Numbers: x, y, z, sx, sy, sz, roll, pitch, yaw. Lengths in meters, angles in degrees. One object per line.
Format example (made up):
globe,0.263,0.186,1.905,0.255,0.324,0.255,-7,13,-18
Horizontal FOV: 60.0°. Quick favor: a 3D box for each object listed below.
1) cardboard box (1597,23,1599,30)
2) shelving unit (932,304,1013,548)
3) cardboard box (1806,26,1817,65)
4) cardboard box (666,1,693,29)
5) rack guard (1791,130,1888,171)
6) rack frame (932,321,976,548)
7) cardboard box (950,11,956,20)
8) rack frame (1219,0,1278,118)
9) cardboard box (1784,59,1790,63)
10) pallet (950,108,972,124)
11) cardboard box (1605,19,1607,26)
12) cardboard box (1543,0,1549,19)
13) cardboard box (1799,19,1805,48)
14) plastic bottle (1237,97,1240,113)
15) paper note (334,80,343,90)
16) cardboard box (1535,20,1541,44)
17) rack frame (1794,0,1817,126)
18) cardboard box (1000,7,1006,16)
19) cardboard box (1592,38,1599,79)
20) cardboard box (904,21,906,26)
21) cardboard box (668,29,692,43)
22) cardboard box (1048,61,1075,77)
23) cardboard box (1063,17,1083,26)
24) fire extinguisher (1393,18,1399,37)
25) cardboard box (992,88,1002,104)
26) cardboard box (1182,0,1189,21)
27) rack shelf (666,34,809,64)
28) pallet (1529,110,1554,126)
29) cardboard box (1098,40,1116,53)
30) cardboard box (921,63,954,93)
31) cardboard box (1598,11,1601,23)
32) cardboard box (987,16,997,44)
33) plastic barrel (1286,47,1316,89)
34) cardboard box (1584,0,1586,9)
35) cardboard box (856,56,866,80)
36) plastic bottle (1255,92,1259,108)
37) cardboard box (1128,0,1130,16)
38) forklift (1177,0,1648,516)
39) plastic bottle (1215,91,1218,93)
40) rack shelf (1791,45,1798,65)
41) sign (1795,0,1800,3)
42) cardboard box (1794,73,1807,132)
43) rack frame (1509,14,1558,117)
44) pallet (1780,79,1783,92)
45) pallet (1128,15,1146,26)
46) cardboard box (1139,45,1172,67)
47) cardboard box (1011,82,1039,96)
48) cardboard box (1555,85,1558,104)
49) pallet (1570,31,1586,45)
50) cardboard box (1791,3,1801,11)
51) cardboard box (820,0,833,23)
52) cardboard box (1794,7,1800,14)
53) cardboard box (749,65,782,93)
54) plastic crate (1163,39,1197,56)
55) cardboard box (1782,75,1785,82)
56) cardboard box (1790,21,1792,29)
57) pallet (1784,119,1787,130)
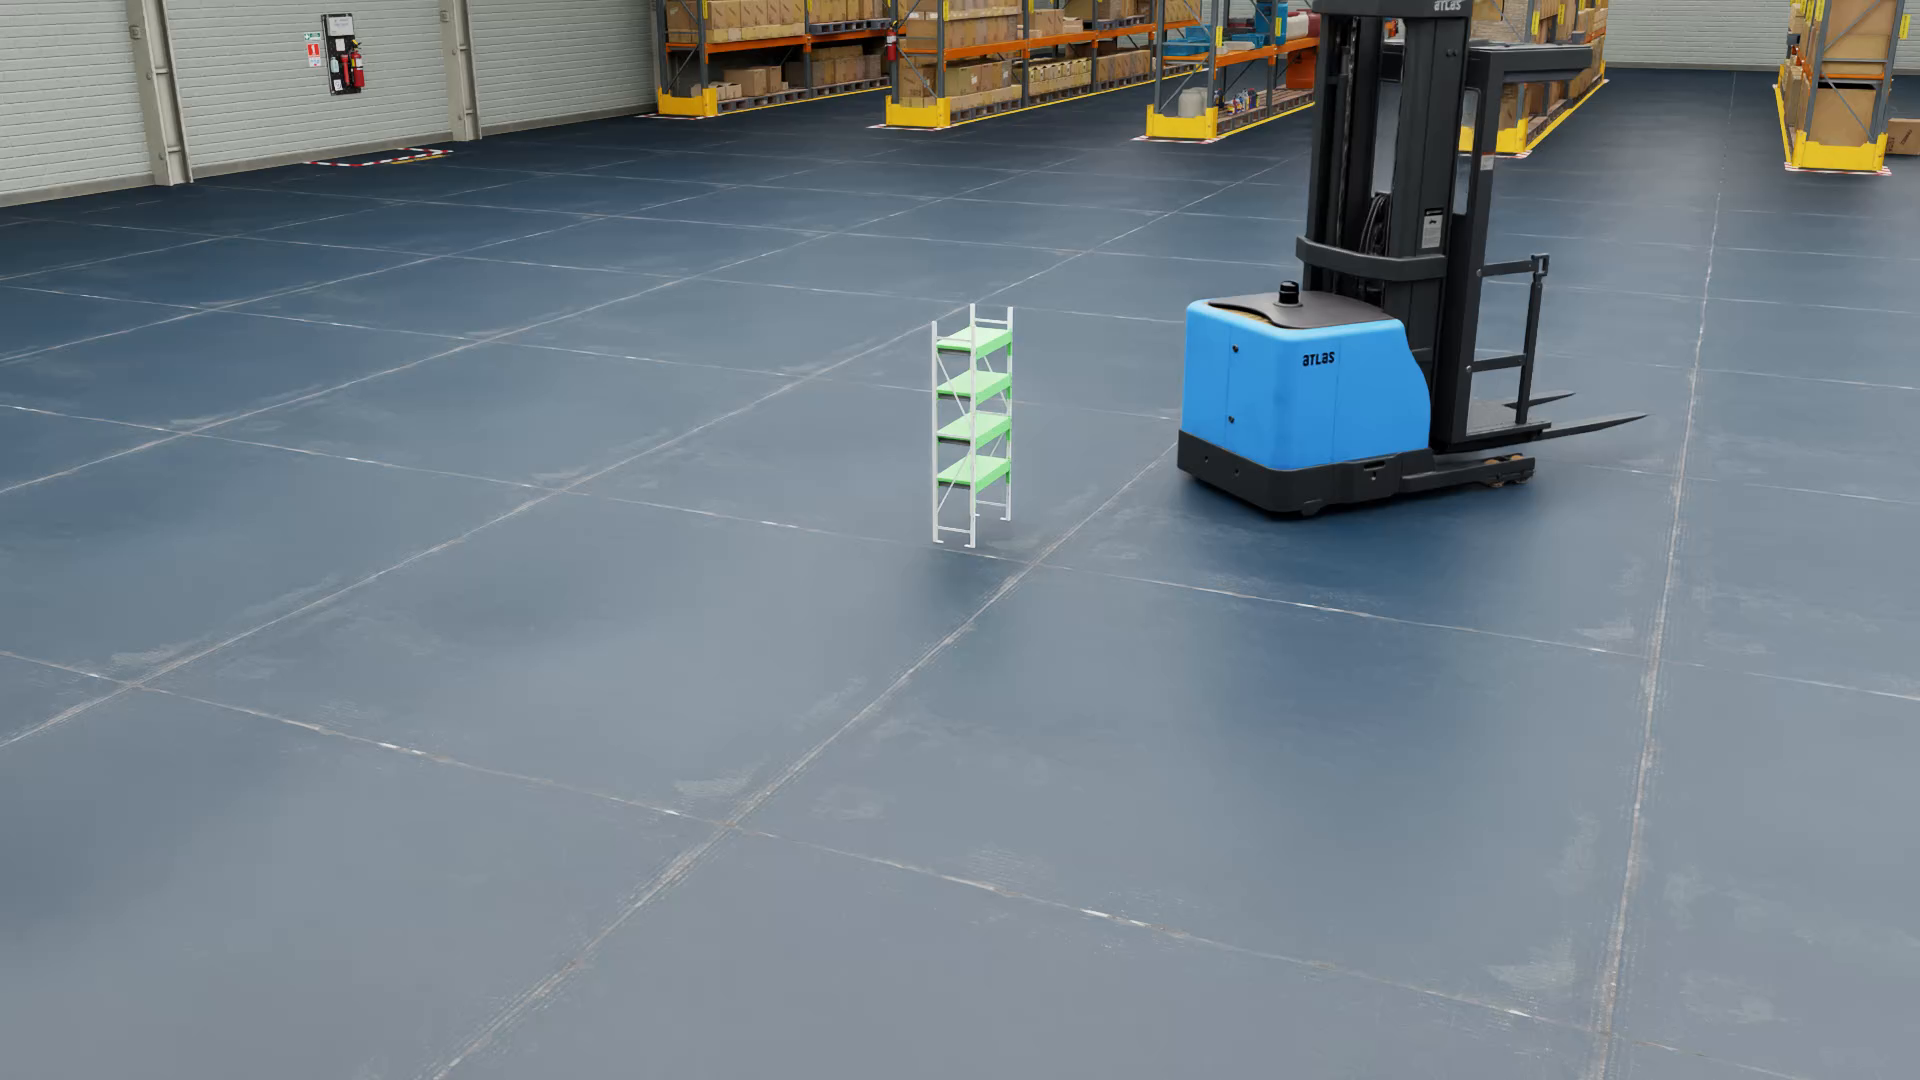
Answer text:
cardboard box,14.050,-11.474,37.129,0.380,0.149,0.250,8,21,22
shelving unit,0.068,-0.616,8.910,0.258,1.200,0.503,9,21,23
cardboard box,13.734,-7.706,25.938,0.875,0.550,0.550,9,21,23
cardboard box,-5.272,-10.063,31.864,0.500,0.500,0.500,8,21,22
rack guard,12.760,-5.662,24.145,1.175,0.500,0.348,9,21,23
rack frame,-0.032,-0.541,8.700,0.240,1.200,0.015,9,21,23
cardboard box,-0.287,-9.444,29.929,0.380,0.149,0.250,8,21,21
rack frame,5.405,-9.461,31.096,1.000,3.000,0.127,9,21,23
cardboard box,18.797,-10.760,37.488,0.380,0.149,0.250,8,21,20
pallet,-0.475,-7.845,30.713,1.003,0.211,1.213,9,21,23
cardboard box,14.993,-12.178,39.109,0.380,0.149,0.250,9,21,24
cardboard box,9.175,-8.653,26.738,0.500,0.500,0.500,9,21,23
cardboard box,15.410,-9.084,29.887,0.500,0.500,0.500,8,21,22
plastic bottle,4.975,-7.807,29.860,0.097,0.271,0.097,0,20,0
paper note,-9.413,-6.887,25.171,0.016,0.148,0.142,9,21,23
cardboard box,9.091,-8.378,27.457,0.875,0.500,0.500,9,21,23
rack frame,14.408,-8.070,27.185,1.000,3.000,0.127,9,21,23
cardboard box,0.657,-10.146,31.905,0.380,0.149,0.250,9,21,23
cardboard box,13.912,-10.890,37.658,0.875,0.875,0.875,9,21,23
cardboard box,-1.352,-12.149,38.998,0.380,0.149,0.250,9,22,24
cardboard box,-5.256,-9.706,31.979,0.500,0.250,0.500,9,21,23
cardboard box,2.120,-10.024,35.318,0.500,0.311,0.500,8,21,22
cardboard box,2.337,-11.218,36.168,0.500,0.311,0.500,10,22,26
fire extinguisher,10.796,-12.901,41.441,0.296,0.674,0.183,9,21,23
cardboard box,0.492,-8.566,32.057,0.500,0.250,0.500,9,21,23
cardboard box,5.448,-13.373,41.945,0.500,0.500,0.500,9,21,23
rack shelf,-4.452,-9.870,33.320,1.077,0.370,4.000,9,21,23
pallet,10.241,-7.706,30.323,1.003,0.211,1.213,9,21,23
cardboard box,3.334,-11.550,38.925,0.500,0.250,0.500,9,21,23
cardboard box,-0.406,-8.688,31.278,0.500,0.500,0.500,9,21,23
cardboard box,14.047,-11.715,37.213,0.500,0.250,0.500,9,22,24
cardboard box,0.293,-9.738,31.725,0.700,0.500,0.500,9,21,24
plastic barrel,7.228,-10.011,35.255,0.600,0.830,0.708,9,21,23
cardboard box,12.946,-11.551,35.325,0.797,0.503,0.637,8,21,21
cardboard box,-2.559,-10.704,37.665,0.700,0.500,0.500,9,21,23
plastic bottle,5.509,-8.197,30.937,0.061,0.283,0.133,10,22,25
cardboard box,3.542,-12.500,38.864,0.700,0.500,0.500,12,23,31
forklift,2.856,-1.837,9.760,3.031,2.935,1.130,-10,22,-25
plastic bottle,4.768,-8.246,31.086,0.152,0.276,0.135,9,22,25
rack shelf,16.865,-9.566,32.463,1.077,0.370,4.000,9,21,23
sign,17.185,-10.996,34.119,0.100,0.325,0.005,9,21,23
cardboard box,14.086,-7.084,26.957,0.875,0.875,0.875,9,21,24
rack frame,9.924,-8.782,29.185,1.000,3.000,0.127,9,21,23
pallet,18.926,-10.158,37.217,1.003,0.211,1.213,9,21,23
pallet,3.737,-12.268,39.275,1.003,0.211,1.213,9,21,23
cardboard box,4.928,-12.194,41.849,0.797,0.503,0.637,9,21,23
cardboard box,1.279,-9.134,33.652,0.500,0.250,0.500,8,21,21
cardboard box,11.090,-8.655,31.904,0.700,0.500,0.500,7,21,18
pallet,11.367,-9.682,32.002,1.213,0.211,1.003,9,21,23
cardboard box,17.103,-10.818,33.772,0.380,0.149,0.250,10,22,25
cardboard box,-3.158,-11.396,35.730,0.700,0.500,0.500,11,22,28
cardboard box,16.040,-10.022,31.534,0.380,0.149,0.250,9,22,24
cardboard box,-4.021,-9.528,34.356,0.500,0.500,0.500,7,21,19
plastic crate,3.699,-8.363,28.229,0.499,0.251,0.616,9,21,23
cardboard box,18.482,-10.246,36.930,0.380,0.149,0.250,9,21,23
cardboard box,16.467,-10.062,32.532,0.380,0.149,0.250,8,21,20
pallet,15.153,-7.377,29.397,1.003,0.211,1.213,9,21,23
